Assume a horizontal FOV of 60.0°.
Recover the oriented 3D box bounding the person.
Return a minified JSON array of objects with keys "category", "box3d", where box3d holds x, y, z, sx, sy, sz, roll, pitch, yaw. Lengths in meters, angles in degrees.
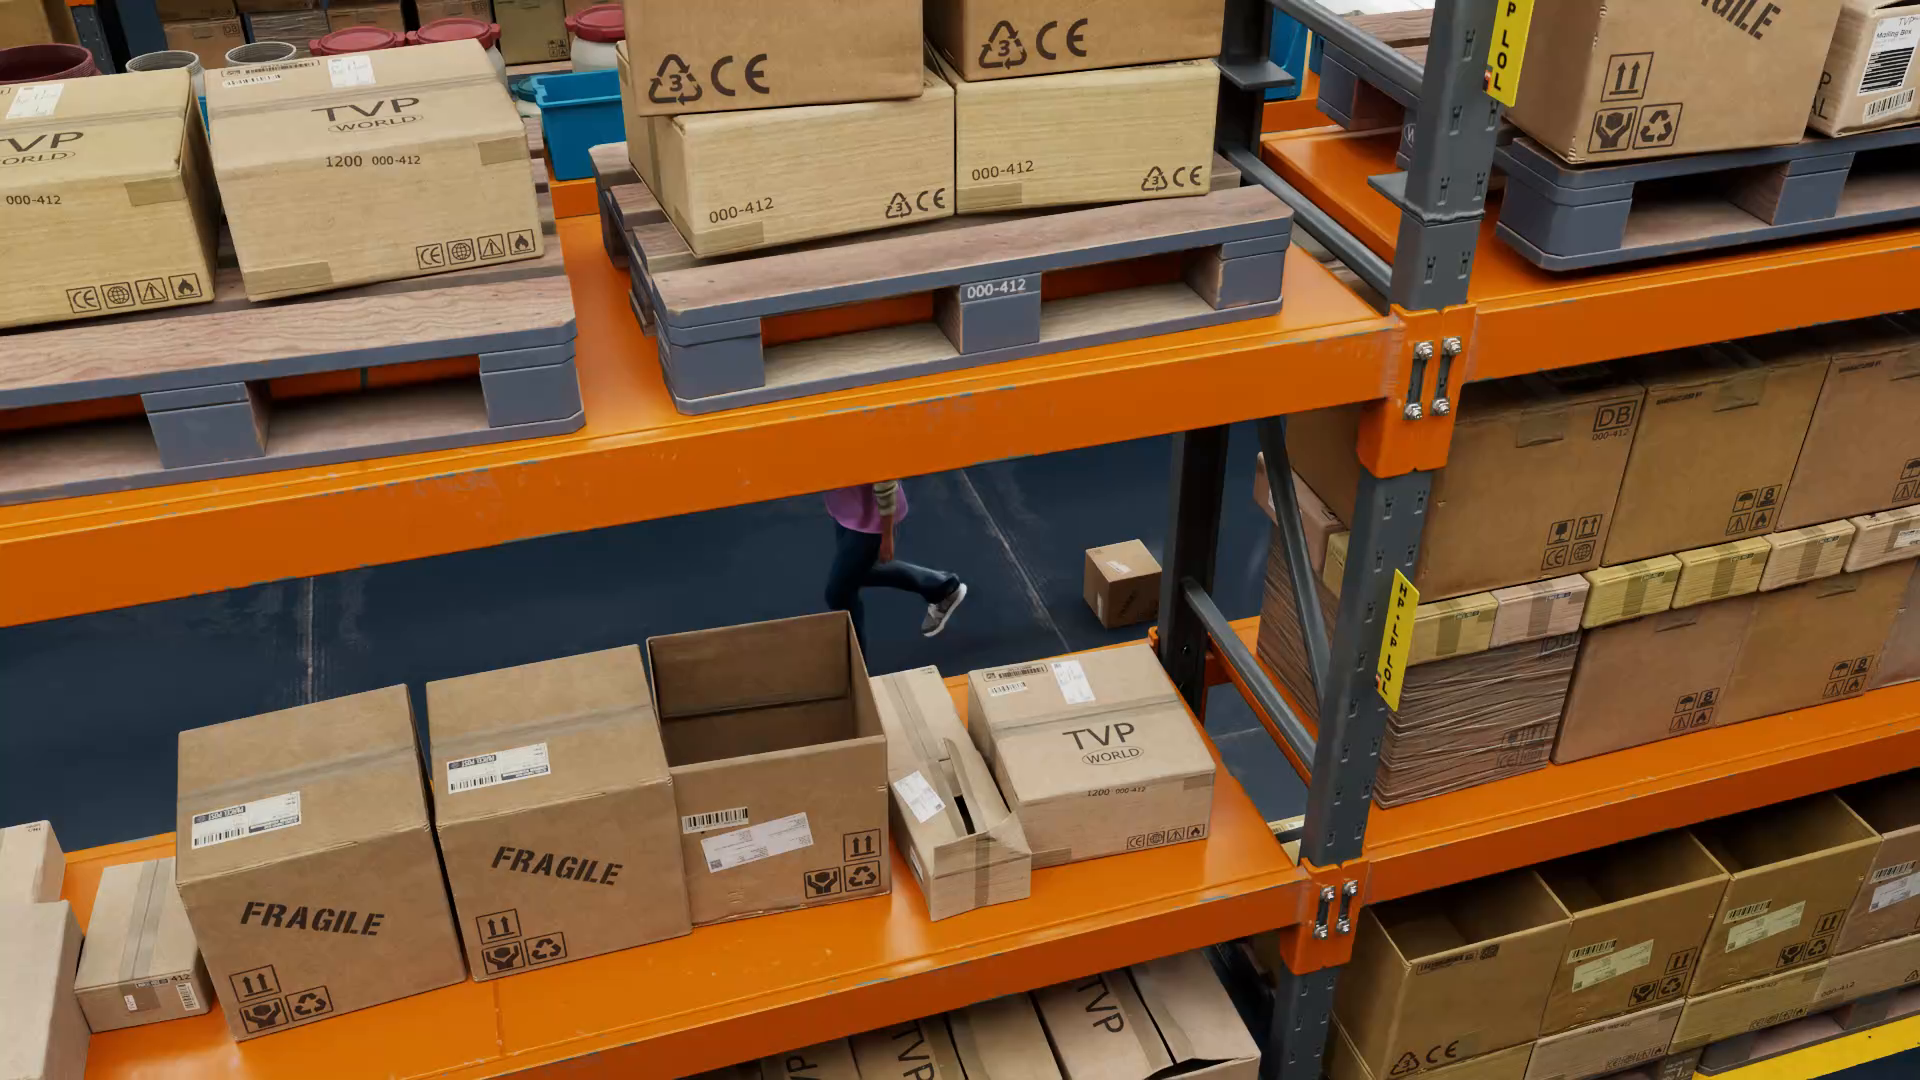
[{"category":"person","box3d":[-0.309,-0.130,6.327,0.770,1.563,0.426,-14,37,-20]}]
